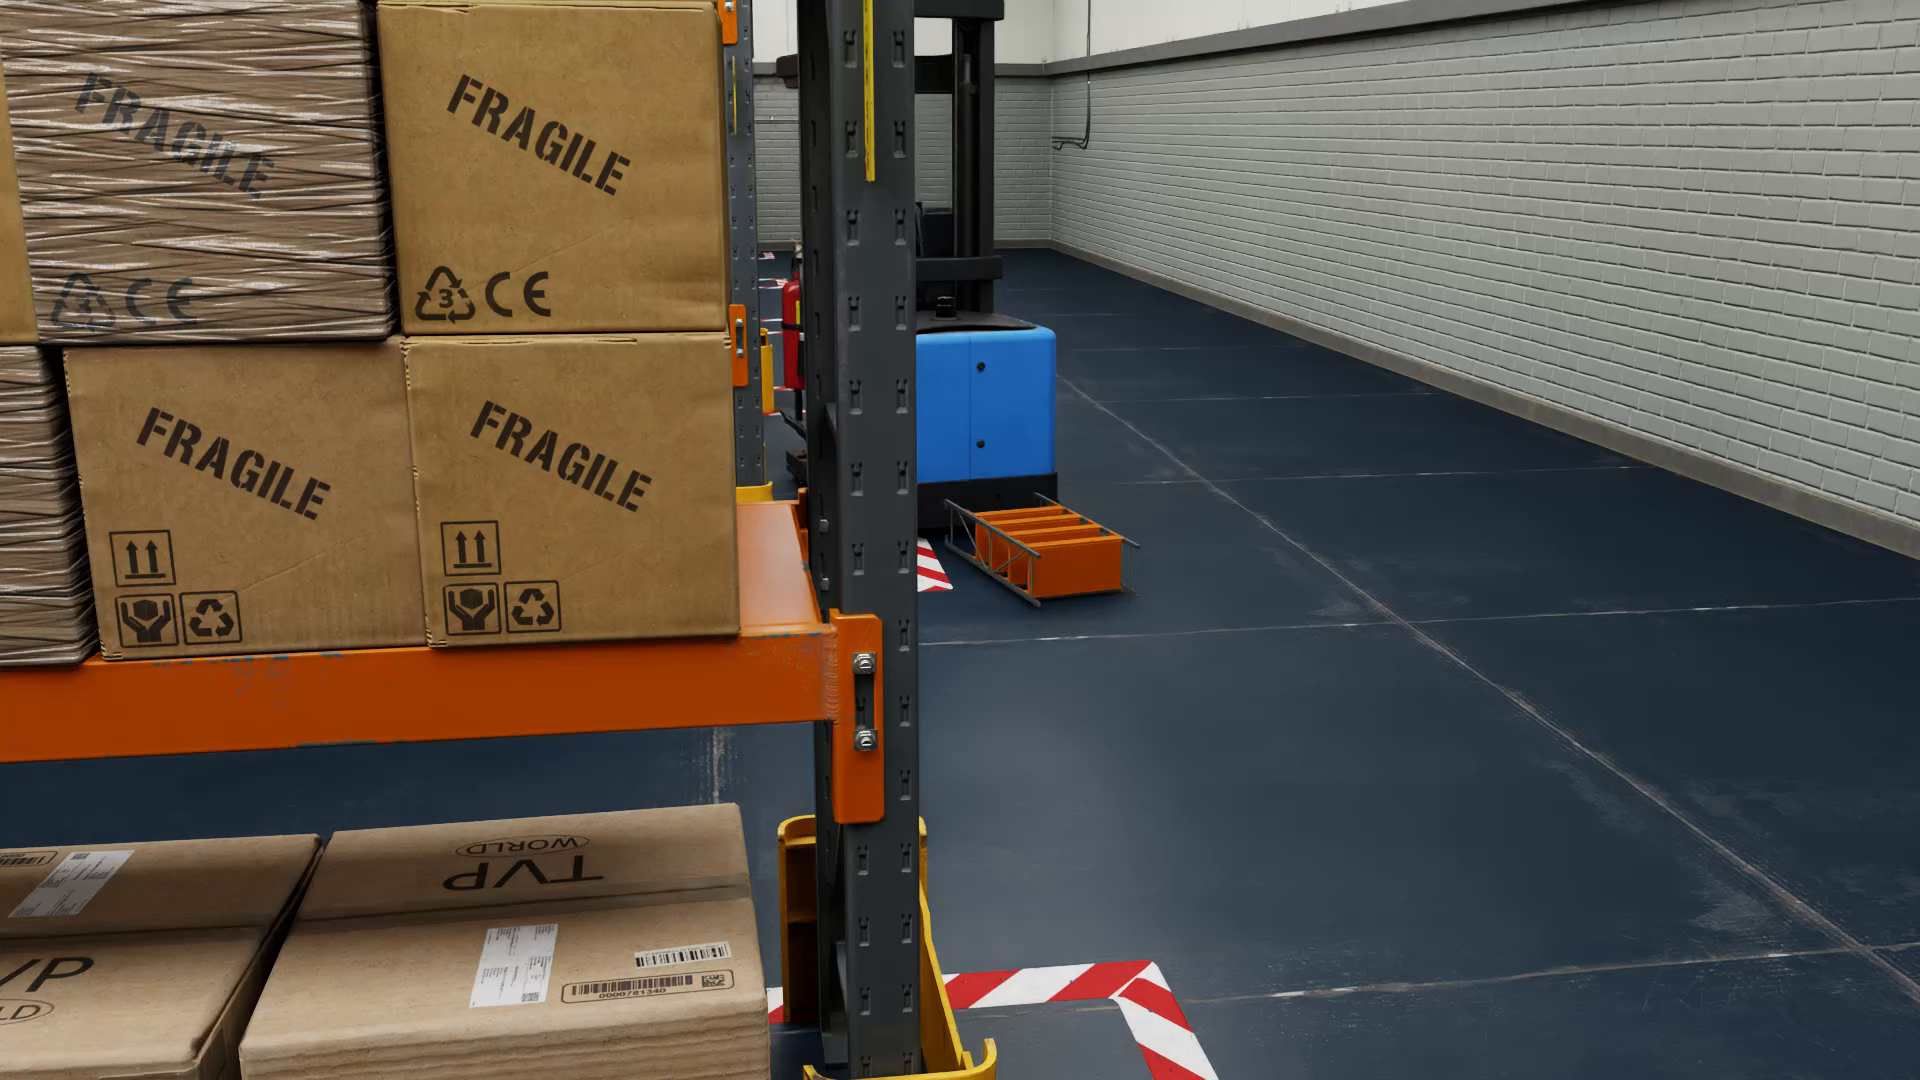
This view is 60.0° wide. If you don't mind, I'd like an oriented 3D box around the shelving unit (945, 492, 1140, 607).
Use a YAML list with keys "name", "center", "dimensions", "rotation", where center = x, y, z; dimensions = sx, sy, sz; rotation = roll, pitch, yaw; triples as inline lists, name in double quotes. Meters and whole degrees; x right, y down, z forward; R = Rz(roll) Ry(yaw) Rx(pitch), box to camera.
- name: "shelving unit"
  center: [0.369, 0.025, 8.017]
  dimensions: [0.503, 0.258, 1.200]
  rotation: [-5, 15, -20]

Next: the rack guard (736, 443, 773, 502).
- name: "rack guard"
  center: [-1.119, -0.139, 8.247]
  dimensions: [0.348, 0.500, 1.175]
  rotation: [-2, 14, -8]

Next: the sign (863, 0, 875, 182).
- name: "sign"
  center: [-0.139, -0.712, 2.528]
  dimensions: [0.005, 0.325, 0.100]
  rotation: [-2, 14, -8]

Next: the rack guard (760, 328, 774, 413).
- name: "rack guard"
  center: [-1.659, -1.339, 13.033]
  dimensions: [0.348, 0.500, 1.175]
  rotation: [-2, 14, -8]

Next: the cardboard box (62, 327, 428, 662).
- name: "cardboard box"
  center: [-1.142, -0.120, 2.826]
  dimensions: [0.500, 0.500, 0.500]
  rotation: [-2, 14, -9]

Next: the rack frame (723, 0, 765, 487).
- name: "rack frame"
  center: [-1.044, -1.354, 7.953]
  dimensions: [0.127, 3.000, 1.000]
  rotation: [-2, 14, -8]

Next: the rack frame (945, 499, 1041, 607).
- name: "rack frame"
  center: [0.141, 0.046, 7.934]
  dimensions: [0.015, 0.240, 1.200]
  rotation: [-5, 15, -20]

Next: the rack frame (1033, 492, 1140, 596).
- name: "rack frame"
  center: [0.597, 0.004, 8.101]
  dimensions: [0.015, 0.240, 1.200]
  rotation: [-5, 15, -20]

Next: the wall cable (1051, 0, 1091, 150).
- name: "wall cable"
  center: [1.750, -7.648, 27.101]
  dimensions: [0.112, 2.526, 3.097]
  rotation: [-2, 14, -8]

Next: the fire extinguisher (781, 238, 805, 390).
- name: "fire extinguisher"
  center: [-0.726, -1.033, 7.602]
  dimensions: [0.183, 0.674, 0.296]
  rotation: [-2, 14, -8]

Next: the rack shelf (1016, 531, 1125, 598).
- name: "rack shelf"
  center: [0.508, 0.114, 7.661]
  dimensions: [0.480, 0.258, 0.148]
  rotation: [-5, 15, -20]

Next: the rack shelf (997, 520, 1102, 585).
- name: "rack shelf"
  center: [0.424, 0.061, 7.876]
  dimensions: [0.480, 0.258, 0.148]
  rotation: [-5, 15, -20]

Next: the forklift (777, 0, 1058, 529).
- name: "forklift"
  center: [-0.429, -1.781, 9.799]
  dimensions: [1.130, 2.935, 3.031]
  rotation: [-5, 15, -18]

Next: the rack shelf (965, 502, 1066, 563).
- name: "rack shelf"
  center: [0.275, -0.036, 8.259]
  dimensions: [0.480, 0.258, 0.148]
  rotation: [-5, 15, -20]

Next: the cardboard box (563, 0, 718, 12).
- name: "cardboard box"
  center: [-0.531, -0.954, 2.764]
  dimensions: [0.250, 0.149, 0.380]
  rotation: [-2, 14, -8]

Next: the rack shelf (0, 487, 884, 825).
- name: "rack shelf"
  center: [-2.184, 0.255, 3.019]
  dimensions: [4.000, 0.370, 1.077]
  rotation: [-2, 14, -8]

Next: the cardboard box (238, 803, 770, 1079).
- name: "cardboard box"
  center: [-0.844, 0.920, 3.290]
  dimensions: [0.875, 0.438, 0.875]
  rotation: [-3, 14, -10]

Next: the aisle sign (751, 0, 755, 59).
- name: "aisle sign"
  center: [-0.927, -2.545, 7.360]
  dimensions: [0.004, 0.787, 0.394]
  rotation: [-2, 14, -8]

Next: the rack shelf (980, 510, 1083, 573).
- name: "rack shelf"
  center: [0.345, 0.010, 8.079]
  dimensions: [0.480, 0.258, 0.148]
  rotation: [-5, 15, -20]

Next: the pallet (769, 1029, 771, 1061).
- name: "pallet"
  center: [-0.985, 1.234, 3.369]
  dimensions: [1.213, 0.211, 1.003]
  rotation: [-2, 14, -8]

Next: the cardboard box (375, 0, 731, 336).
- name: "cardboard box"
  center: [-0.648, -0.625, 2.788]
  dimensions: [0.500, 0.500, 0.500]
  rotation: [-2, 14, -6]

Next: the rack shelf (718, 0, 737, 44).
- name: "rack shelf"
  center: [-3.021, -2.387, 7.387]
  dimensions: [4.000, 0.370, 1.077]
  rotation: [-2, 14, -8]

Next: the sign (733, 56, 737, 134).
- name: "sign"
  center: [-0.981, -1.934, 7.239]
  dimensions: [0.005, 0.325, 0.100]
  rotation: [-2, 14, -8]

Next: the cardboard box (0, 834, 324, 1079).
- name: "cardboard box"
  center: [-1.748, 0.956, 3.149]
  dimensions: [0.875, 0.438, 0.875]
  rotation: [-2, 14, -7]

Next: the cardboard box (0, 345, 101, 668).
- name: "cardboard box"
  center: [-1.650, -0.099, 2.743]
  dimensions: [0.500, 0.500, 0.500]
  rotation: [-2, 14, -7]

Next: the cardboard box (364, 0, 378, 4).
- name: "cardboard box"
  center: [-1.021, -0.909, 2.586]
  dimensions: [0.250, 0.149, 0.380]
  rotation: [-2, 14, -9]

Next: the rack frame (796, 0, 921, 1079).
- name: "rack frame"
  center: [-0.206, -0.167, 3.220]
  dimensions: [0.127, 3.000, 1.000]
  rotation: [-2, 14, -8]

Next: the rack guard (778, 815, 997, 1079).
- name: "rack guard"
  center: [-0.183, 1.045, 3.528]
  dimensions: [0.348, 0.500, 1.175]
  rotation: [-2, 14, -8]

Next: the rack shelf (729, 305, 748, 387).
- name: "rack shelf"
  center: [-3.021, -0.932, 7.752]
  dimensions: [4.000, 0.370, 1.077]
  rotation: [-2, 14, -8]

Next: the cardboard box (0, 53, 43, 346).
- name: "cardboard box"
  center: [-1.650, -0.582, 2.616]
  dimensions: [0.500, 0.500, 0.500]
  rotation: [-2, 14, -9]

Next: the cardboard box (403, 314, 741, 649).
- name: "cardboard box"
  center: [-0.644, -0.134, 2.885]
  dimensions: [0.500, 0.500, 0.500]
  rotation: [-2, 14, -8]

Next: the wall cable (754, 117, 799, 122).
- name: "wall cable"
  center: [-2.771, -6.892, 27.947]
  dimensions: [1.851, 1.984, 0.084]
  rotation: [-2, 14, -8]

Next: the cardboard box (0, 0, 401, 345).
- name: "cardboard box"
  center: [-1.160, -0.599, 2.685]
  dimensions: [0.500, 0.500, 0.500]
  rotation: [-2, 14, -8]
